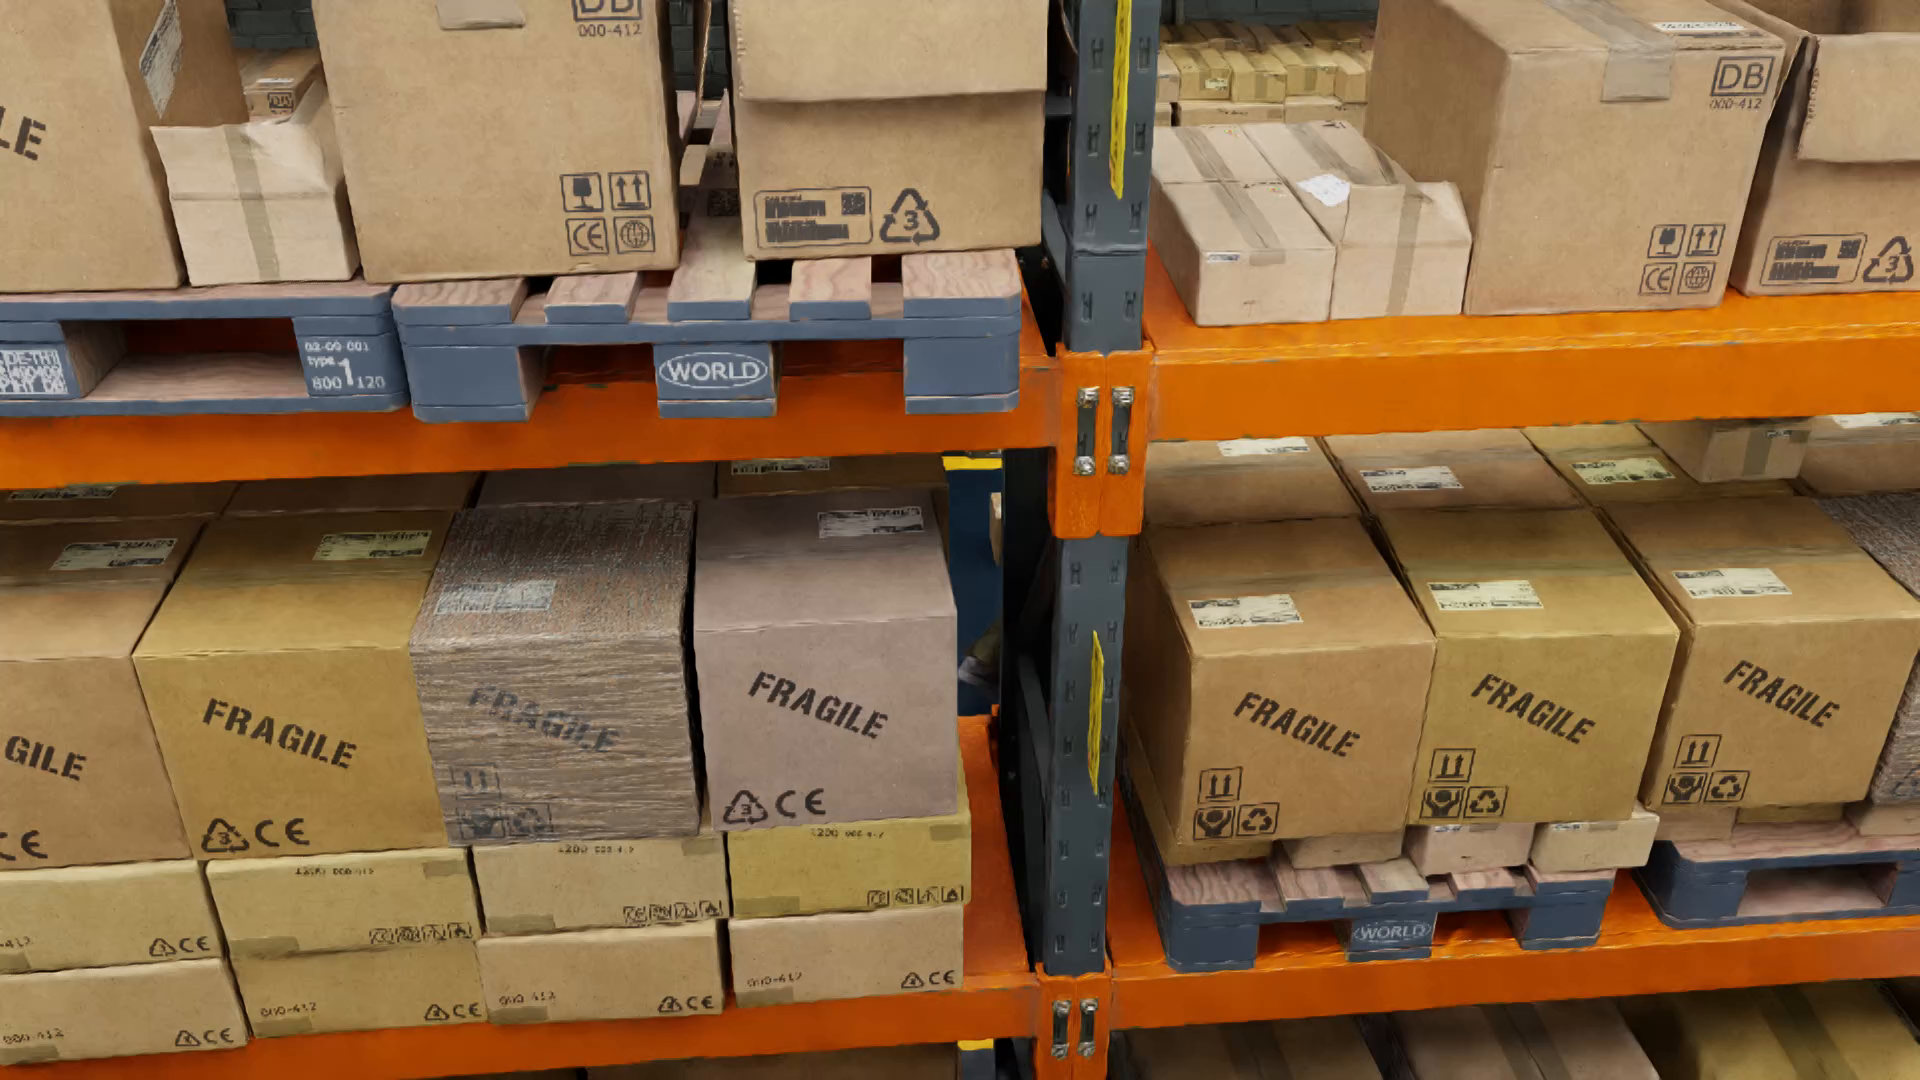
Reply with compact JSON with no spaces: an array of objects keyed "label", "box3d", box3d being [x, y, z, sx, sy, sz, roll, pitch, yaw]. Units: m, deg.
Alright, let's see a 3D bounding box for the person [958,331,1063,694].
[{"label":"person","box3d":[0.406,-0.142,6.526,1.079,1.635,0.770,-19,35,-28]}]
